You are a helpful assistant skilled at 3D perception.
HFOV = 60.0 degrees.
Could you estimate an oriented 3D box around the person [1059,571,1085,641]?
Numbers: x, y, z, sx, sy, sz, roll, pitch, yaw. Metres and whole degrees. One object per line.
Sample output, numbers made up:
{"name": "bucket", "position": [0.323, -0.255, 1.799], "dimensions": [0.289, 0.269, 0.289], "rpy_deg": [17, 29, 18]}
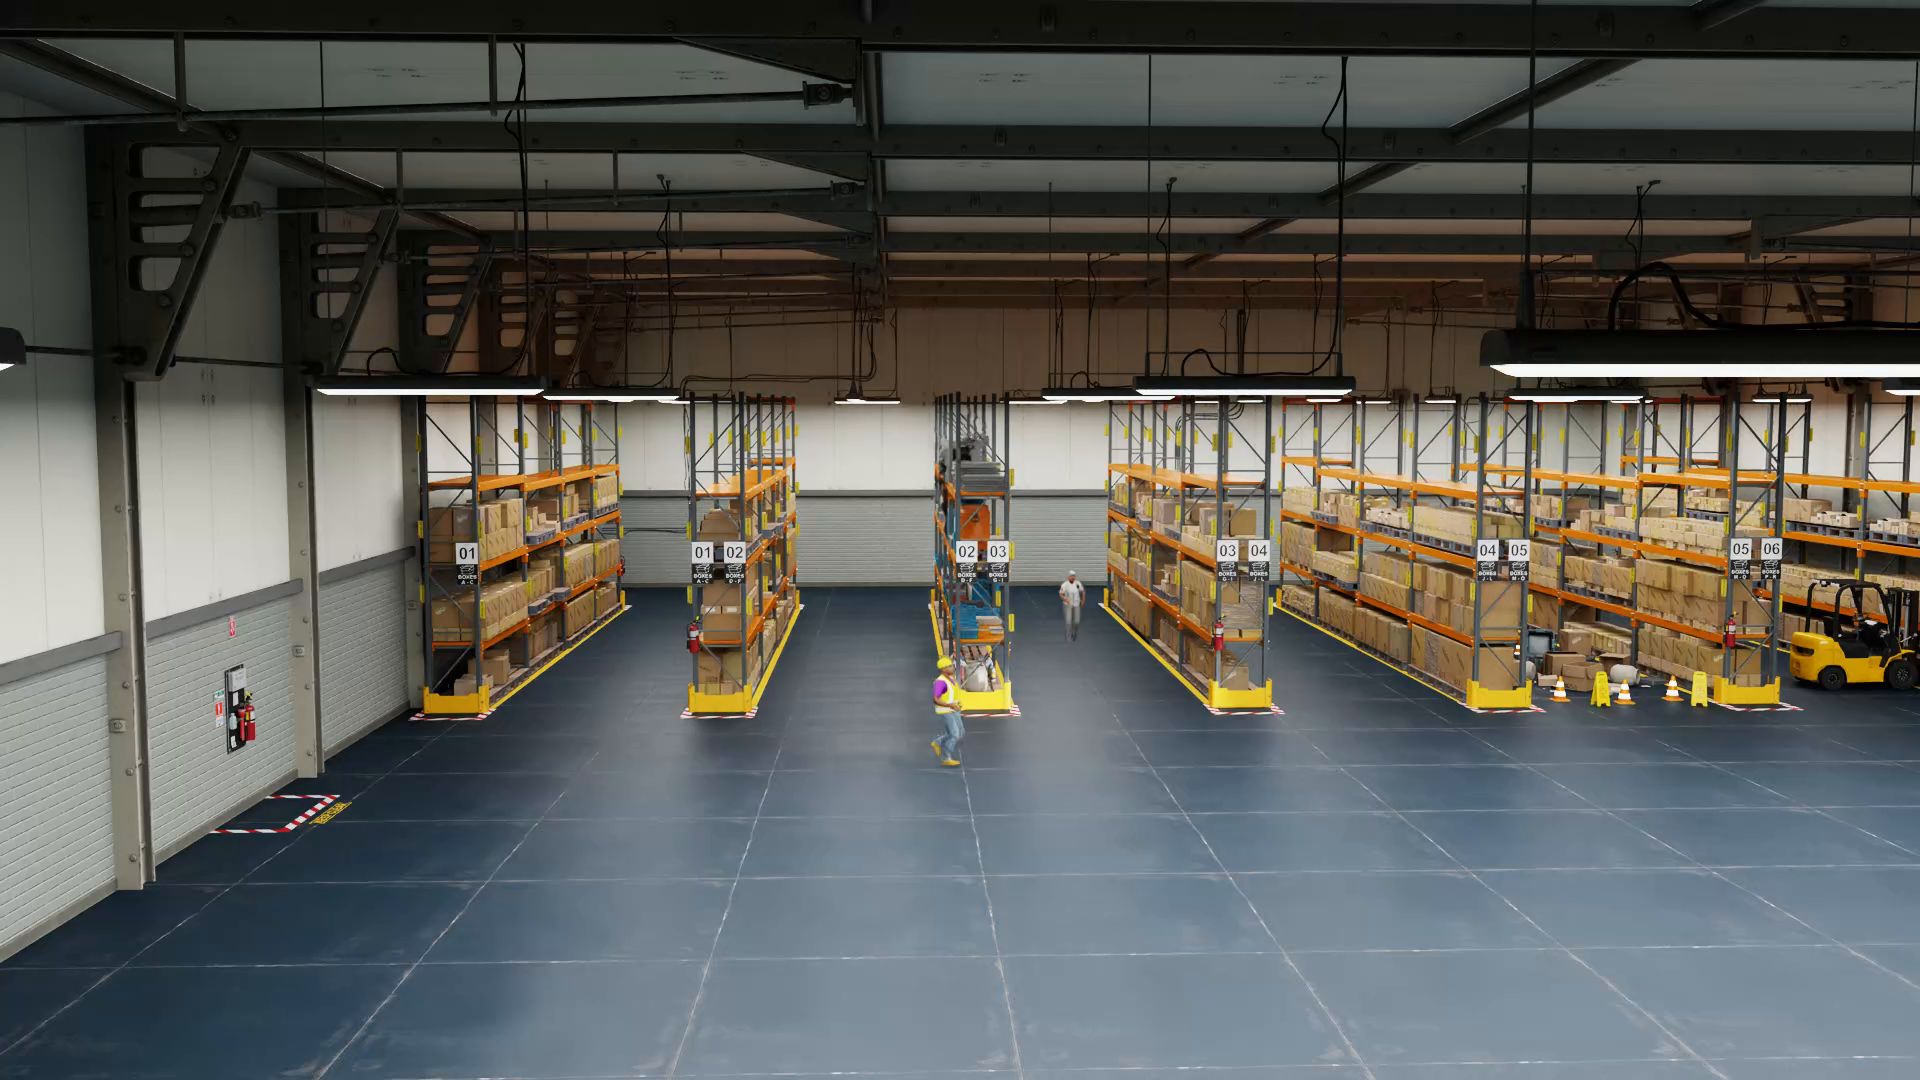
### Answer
{"name": "person", "position": [2.618, 1.546, 38.548], "dimensions": [0.639, 1.664, 0.531], "rpy_deg": [-1, 5, -6]}

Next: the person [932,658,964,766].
{"name": "person", "position": [-0.202, 2.738, 26.547], "dimensions": [0.603, 1.717, 0.696], "rpy_deg": [2, 5, 19]}
